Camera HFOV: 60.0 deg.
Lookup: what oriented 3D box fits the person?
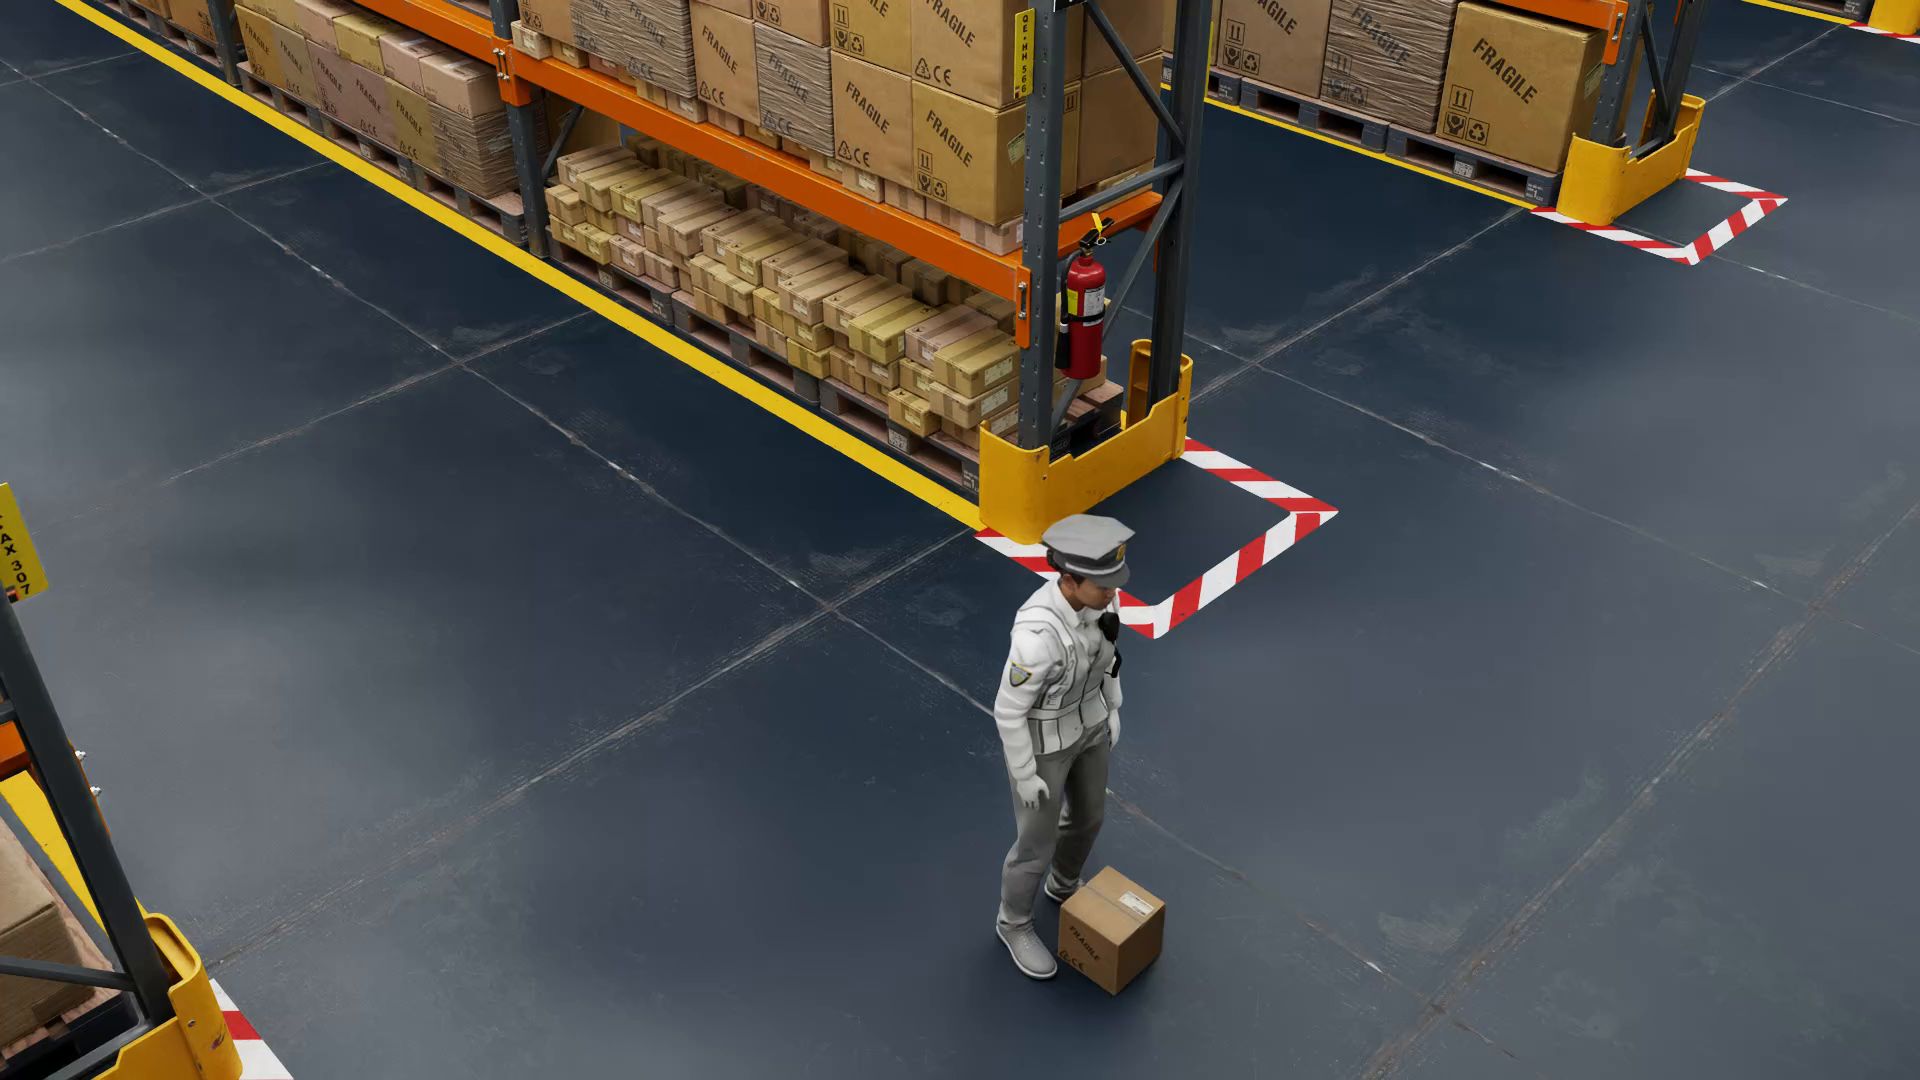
[{"bbox_3d":[0.322,0.629,5.267,0.367,1.663,0.516,28,44,34],"label":"person"}]
